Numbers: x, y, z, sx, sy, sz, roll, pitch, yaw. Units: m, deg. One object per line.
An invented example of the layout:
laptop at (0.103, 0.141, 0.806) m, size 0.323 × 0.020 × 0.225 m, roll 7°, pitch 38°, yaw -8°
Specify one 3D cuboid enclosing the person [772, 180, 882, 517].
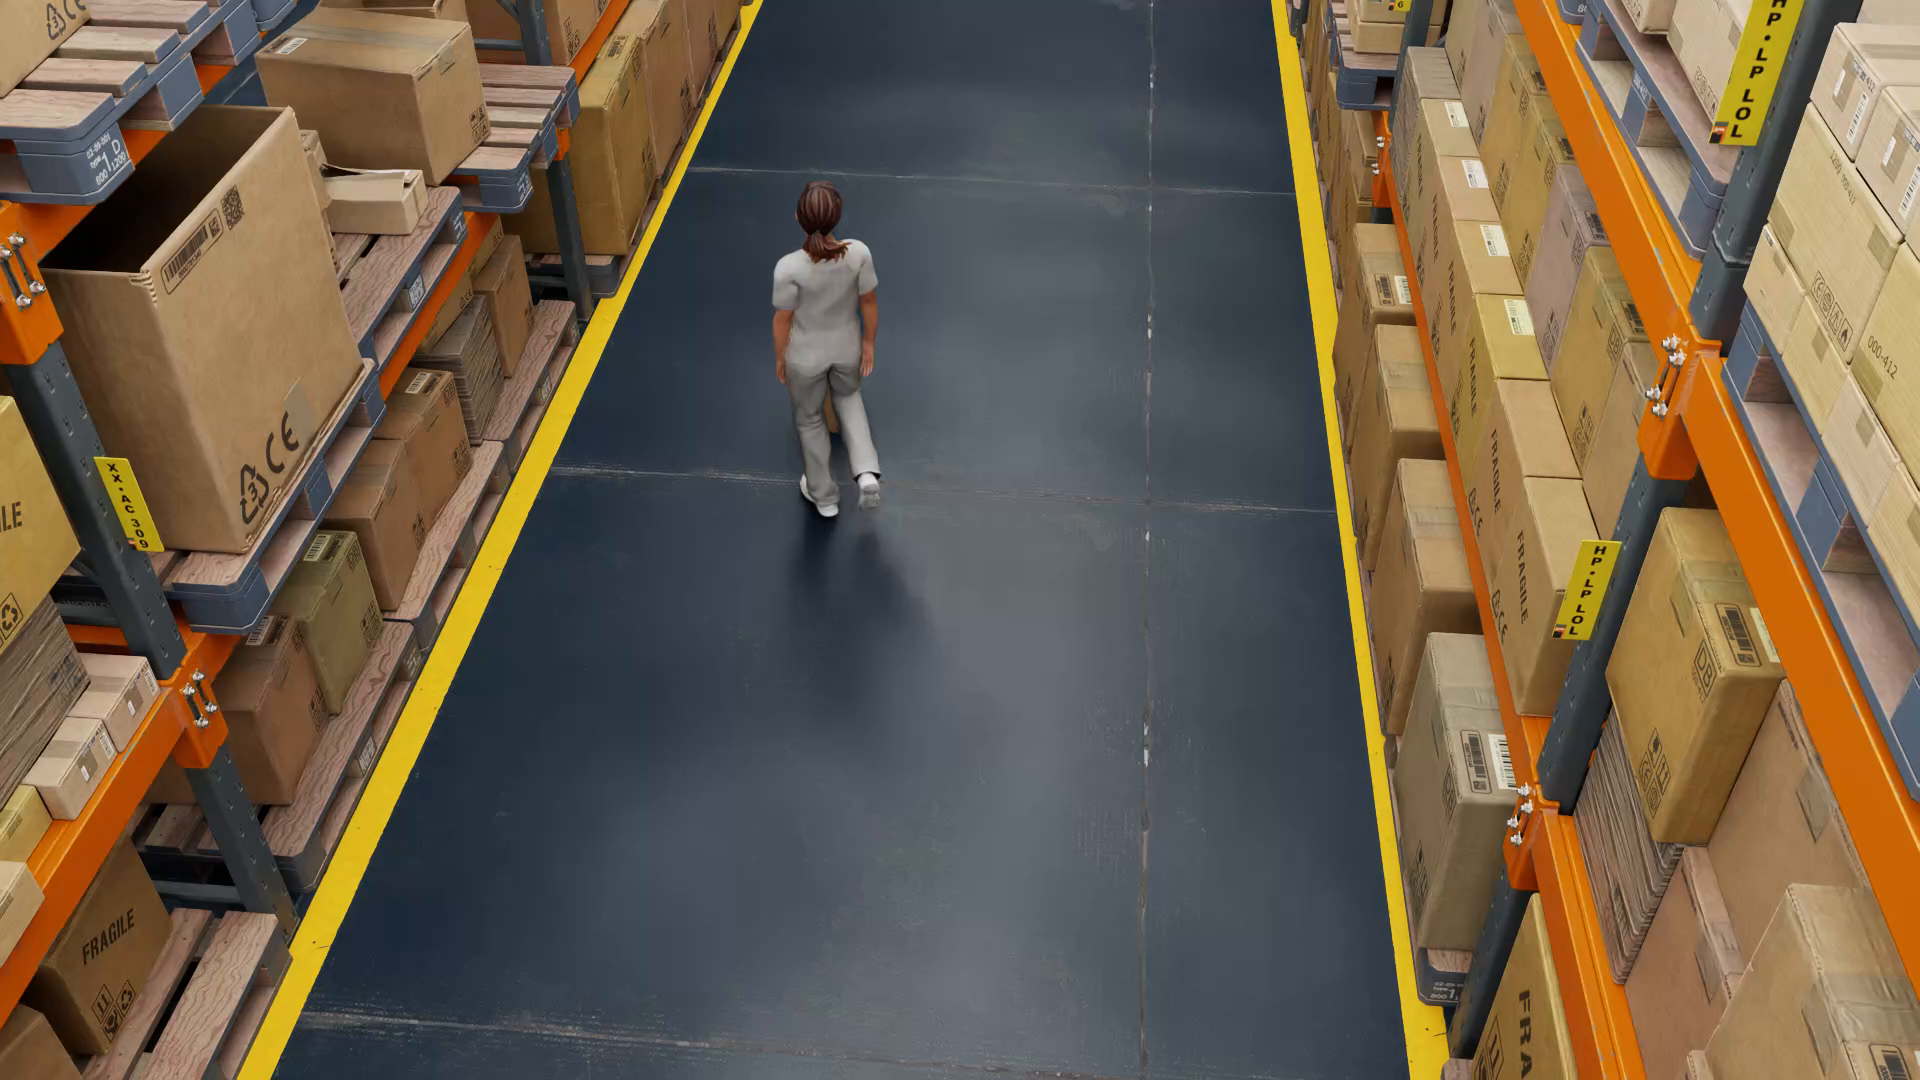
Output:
person at (-0.564, -0.778, 7.057) m, size 0.452 × 1.660 × 0.501 m, roll -17°, pitch 43°, yaw -20°
